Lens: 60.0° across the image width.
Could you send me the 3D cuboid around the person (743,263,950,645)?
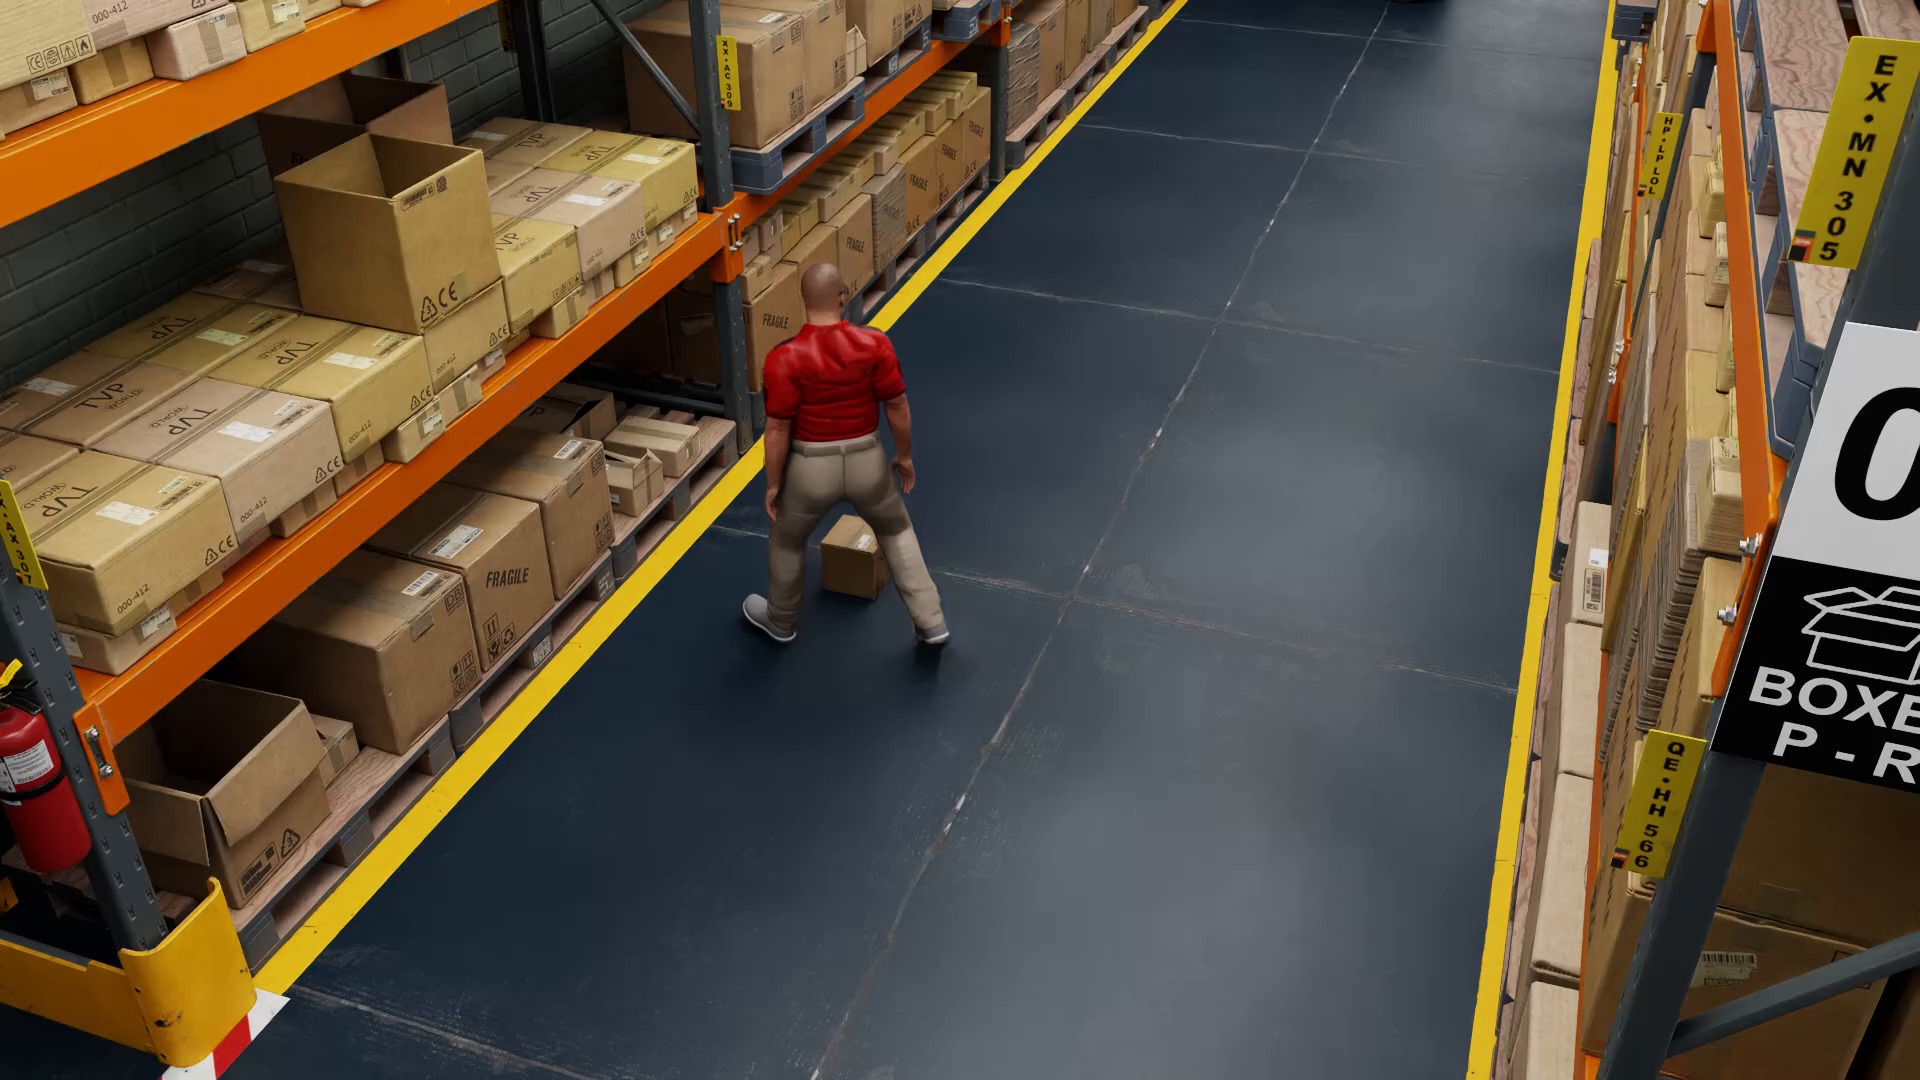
[{"bbox_3d":[-0.478,-0.293,6.612,0.769,1.703,0.724,-11,35,-16],"label":"person"}]
